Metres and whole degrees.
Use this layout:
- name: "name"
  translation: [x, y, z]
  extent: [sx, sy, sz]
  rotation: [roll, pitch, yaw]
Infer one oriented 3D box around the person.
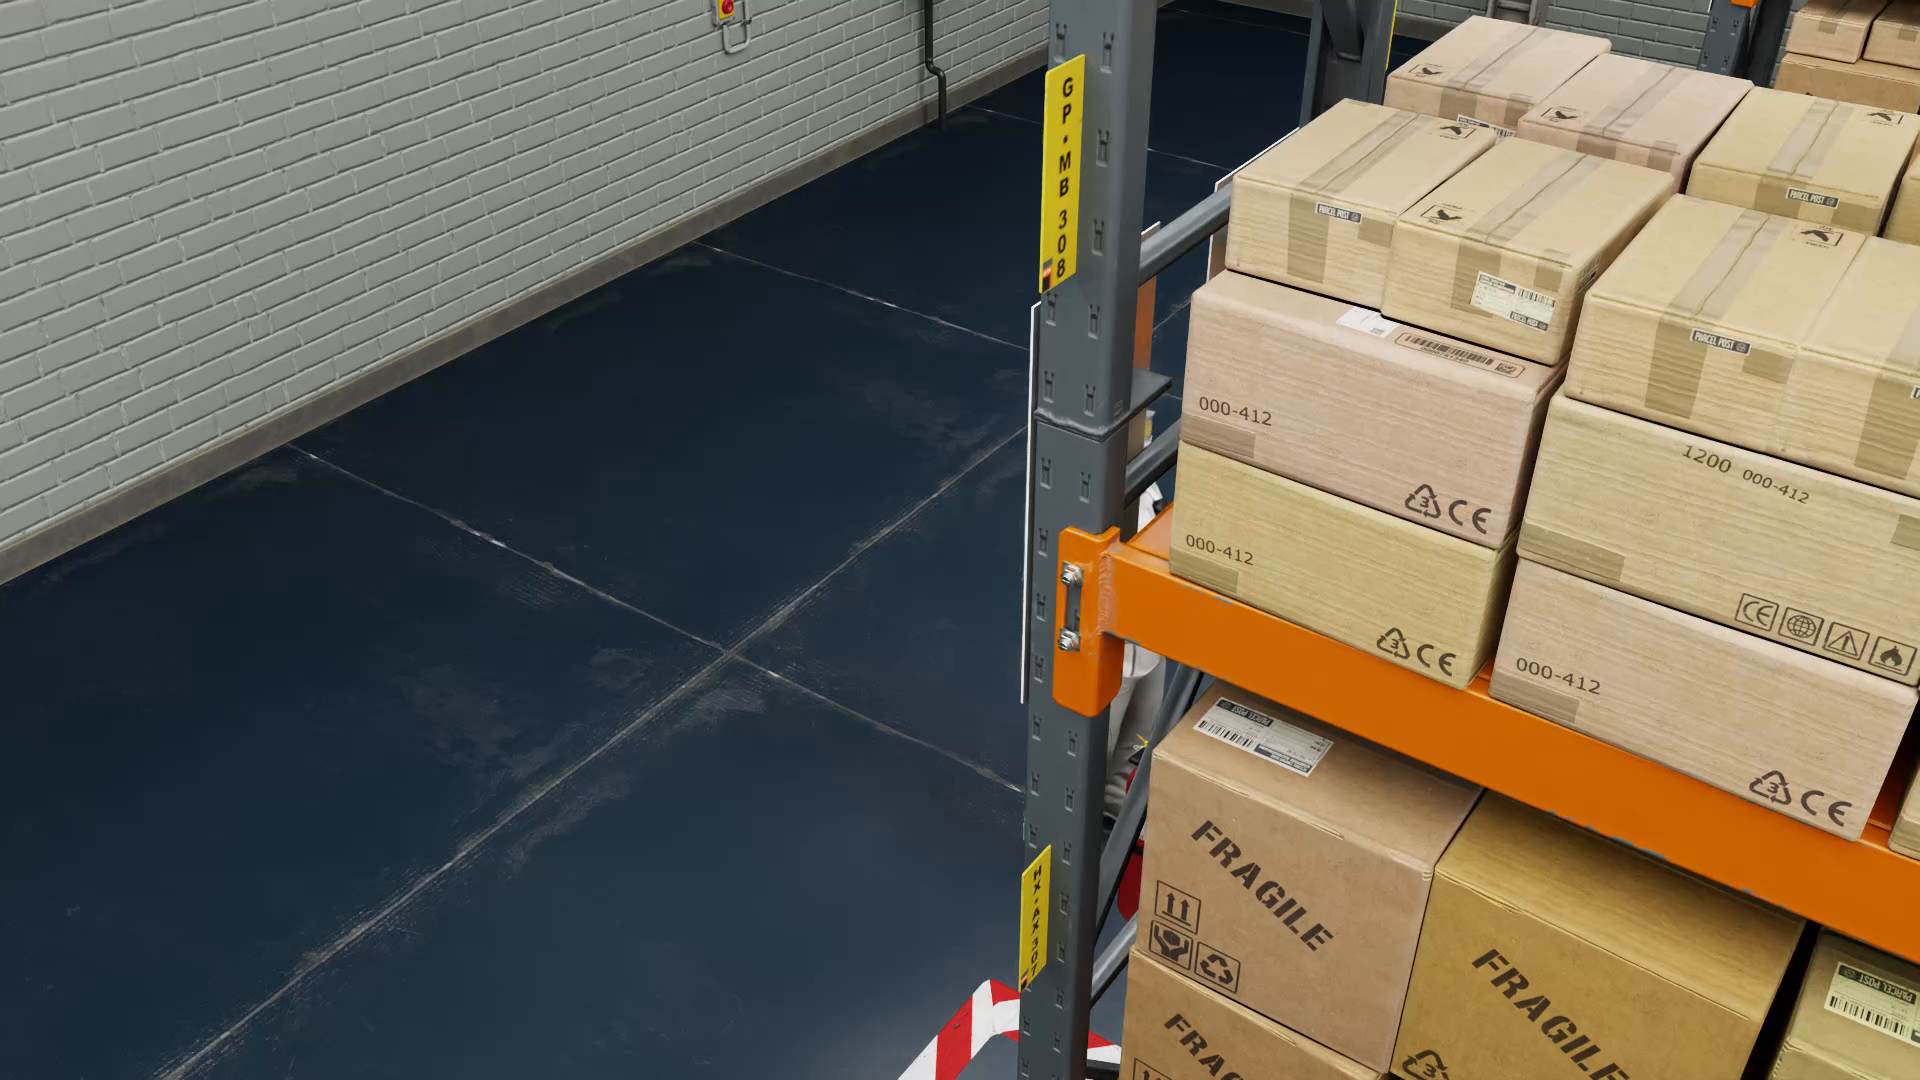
- name: "person"
  translation: [0.531, 0.370, 5.635]
  extent: [0.390, 1.815, 0.530]
  rotation: [22, 40, 29]
